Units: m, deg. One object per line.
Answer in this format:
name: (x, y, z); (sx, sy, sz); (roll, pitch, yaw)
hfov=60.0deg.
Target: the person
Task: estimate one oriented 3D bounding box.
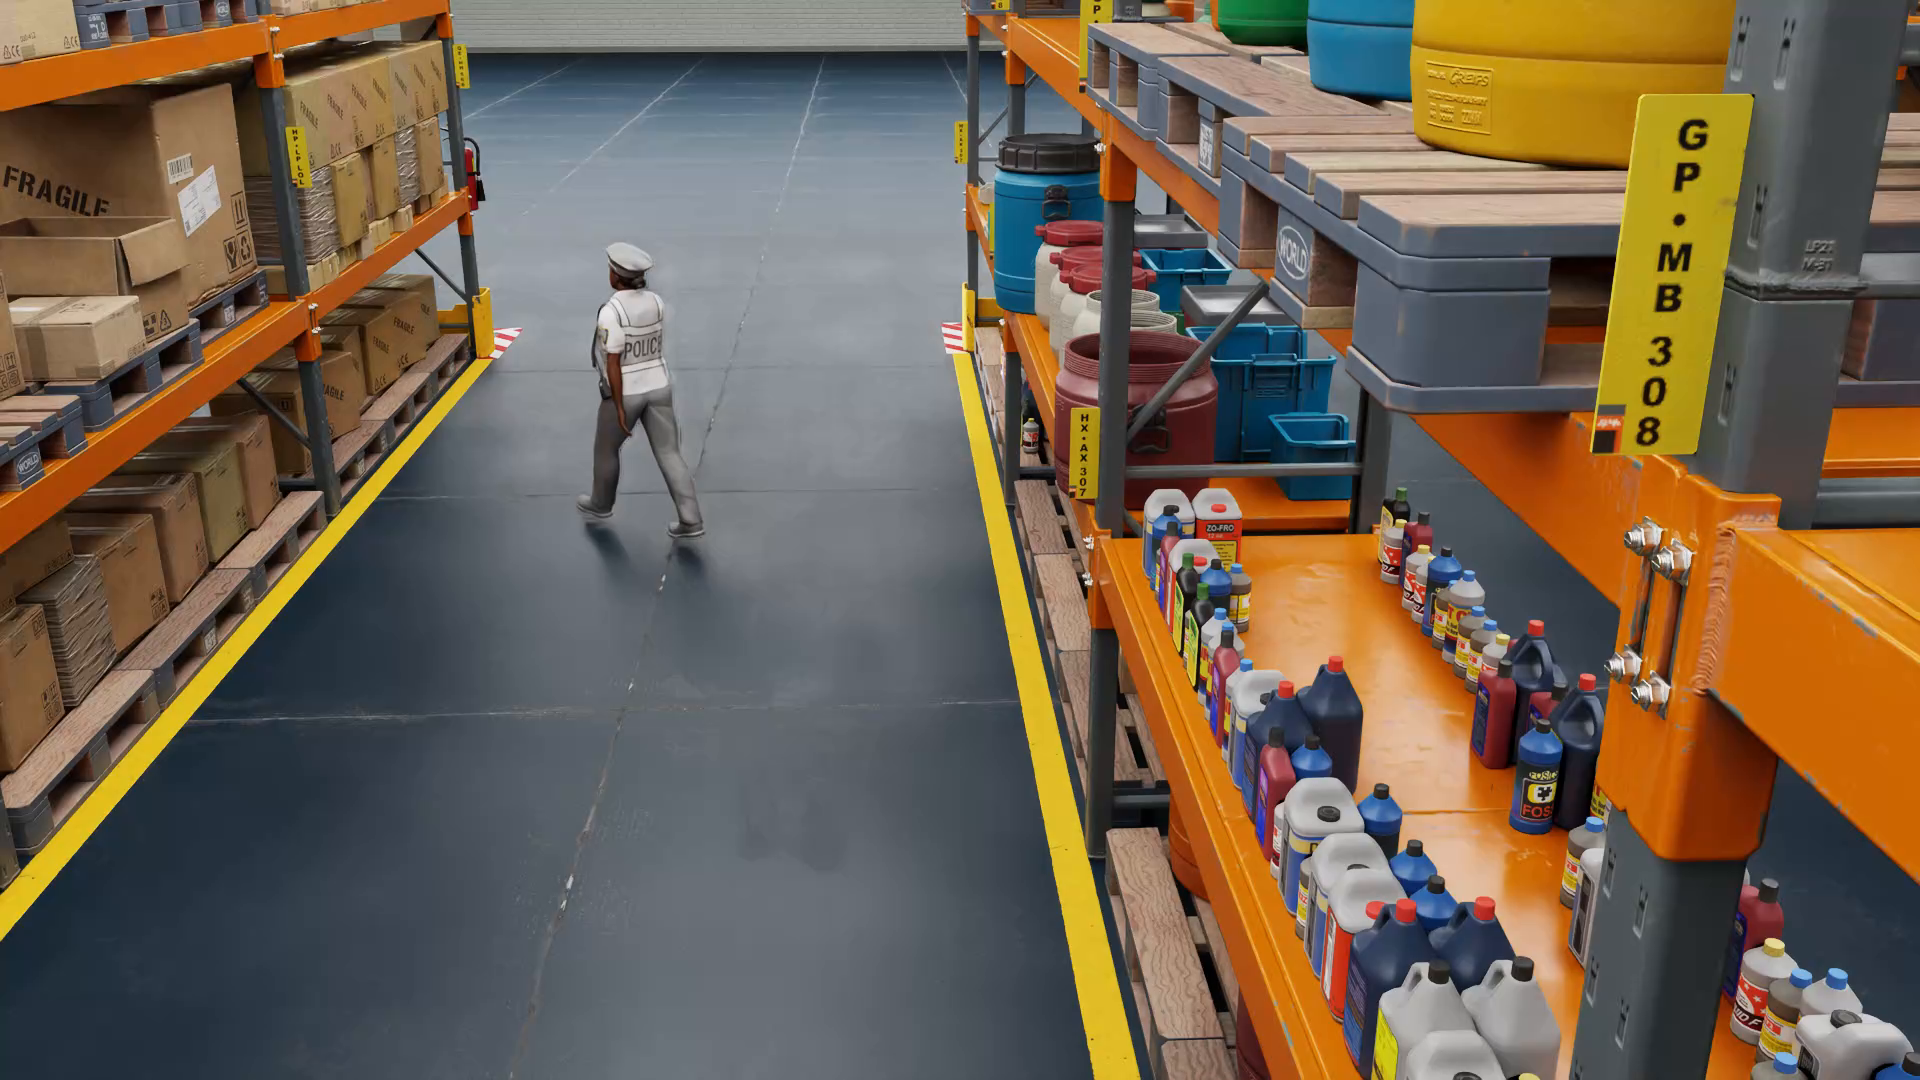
person: (-1.839, -0.850, 9.275); (0.440, 1.625, 1.031); (-17, 27, -39)
